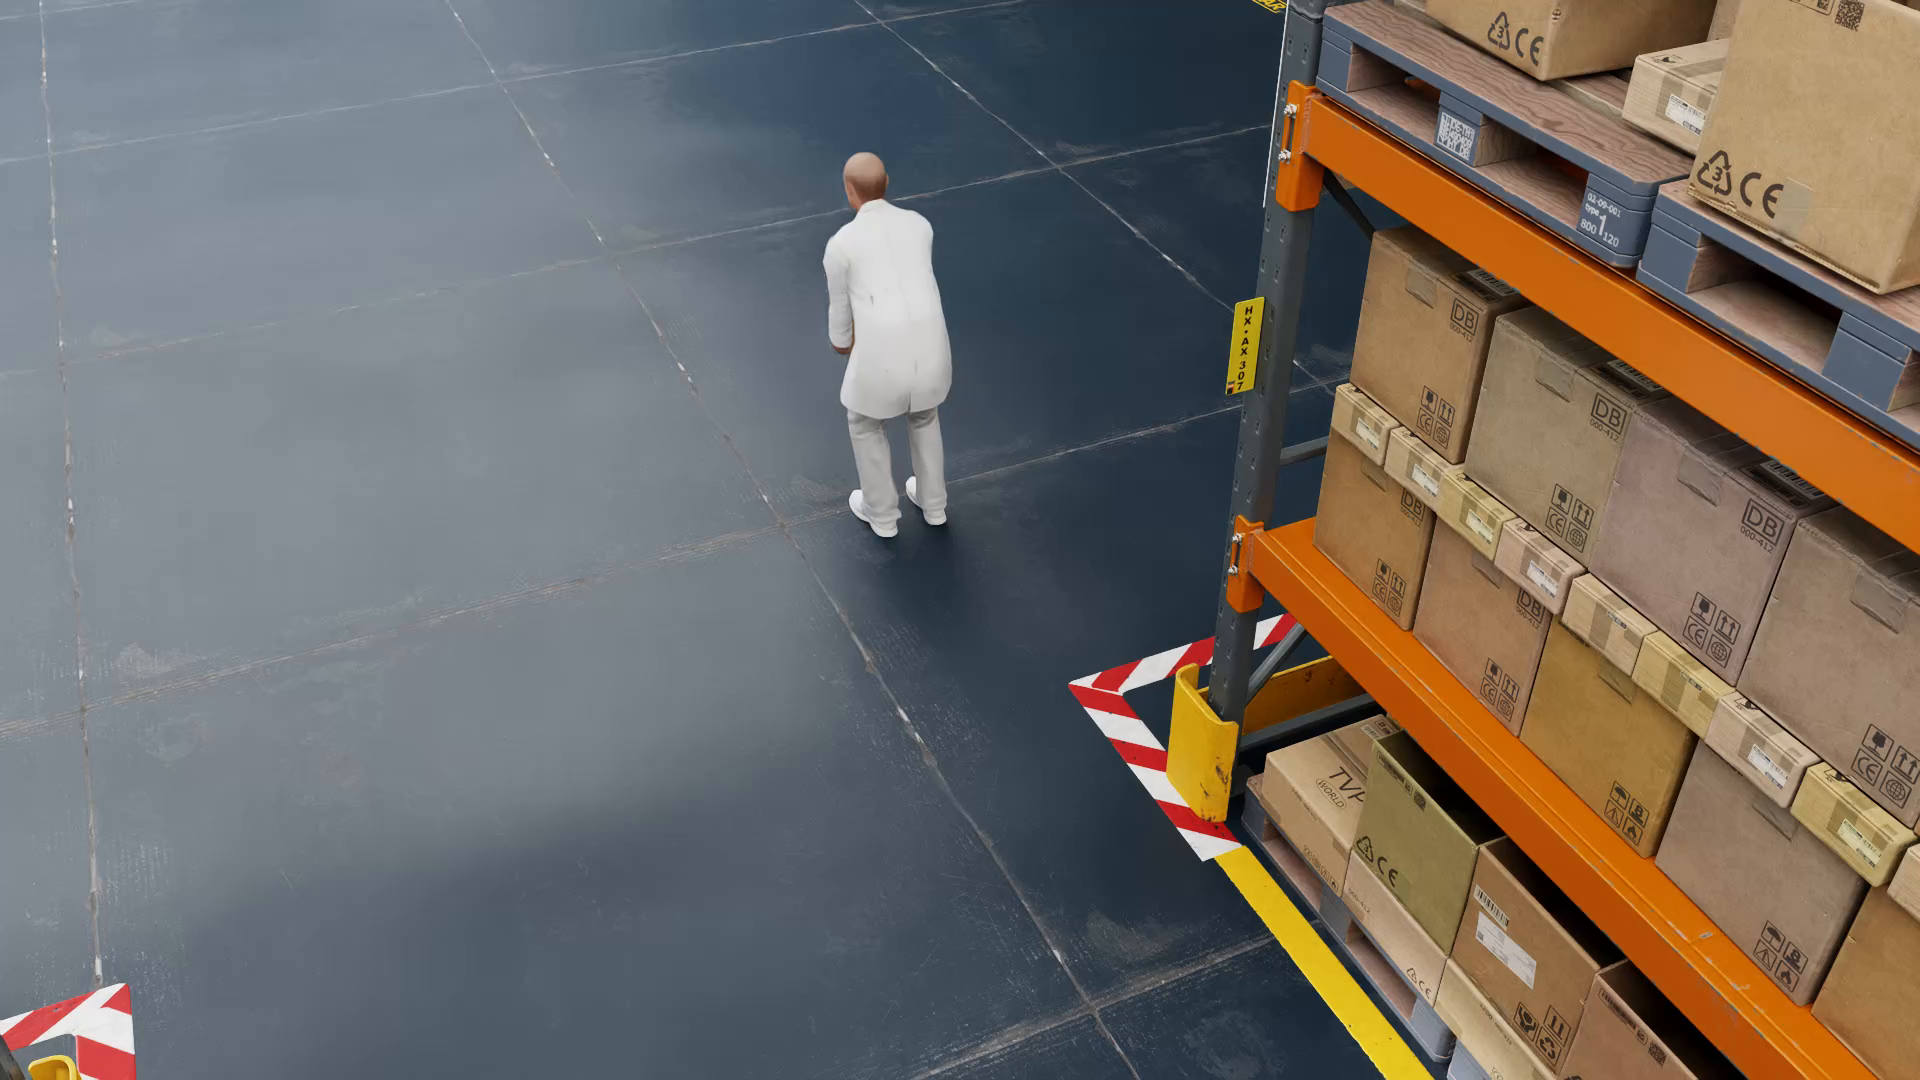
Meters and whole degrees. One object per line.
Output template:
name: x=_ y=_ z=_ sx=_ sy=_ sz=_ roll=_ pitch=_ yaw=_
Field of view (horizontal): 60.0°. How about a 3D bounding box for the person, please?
person: x=-0.320 y=-0.861 z=7.368 sx=0.541 sy=1.720 sz=0.618 roll=-16 pitch=40 yaw=-21
